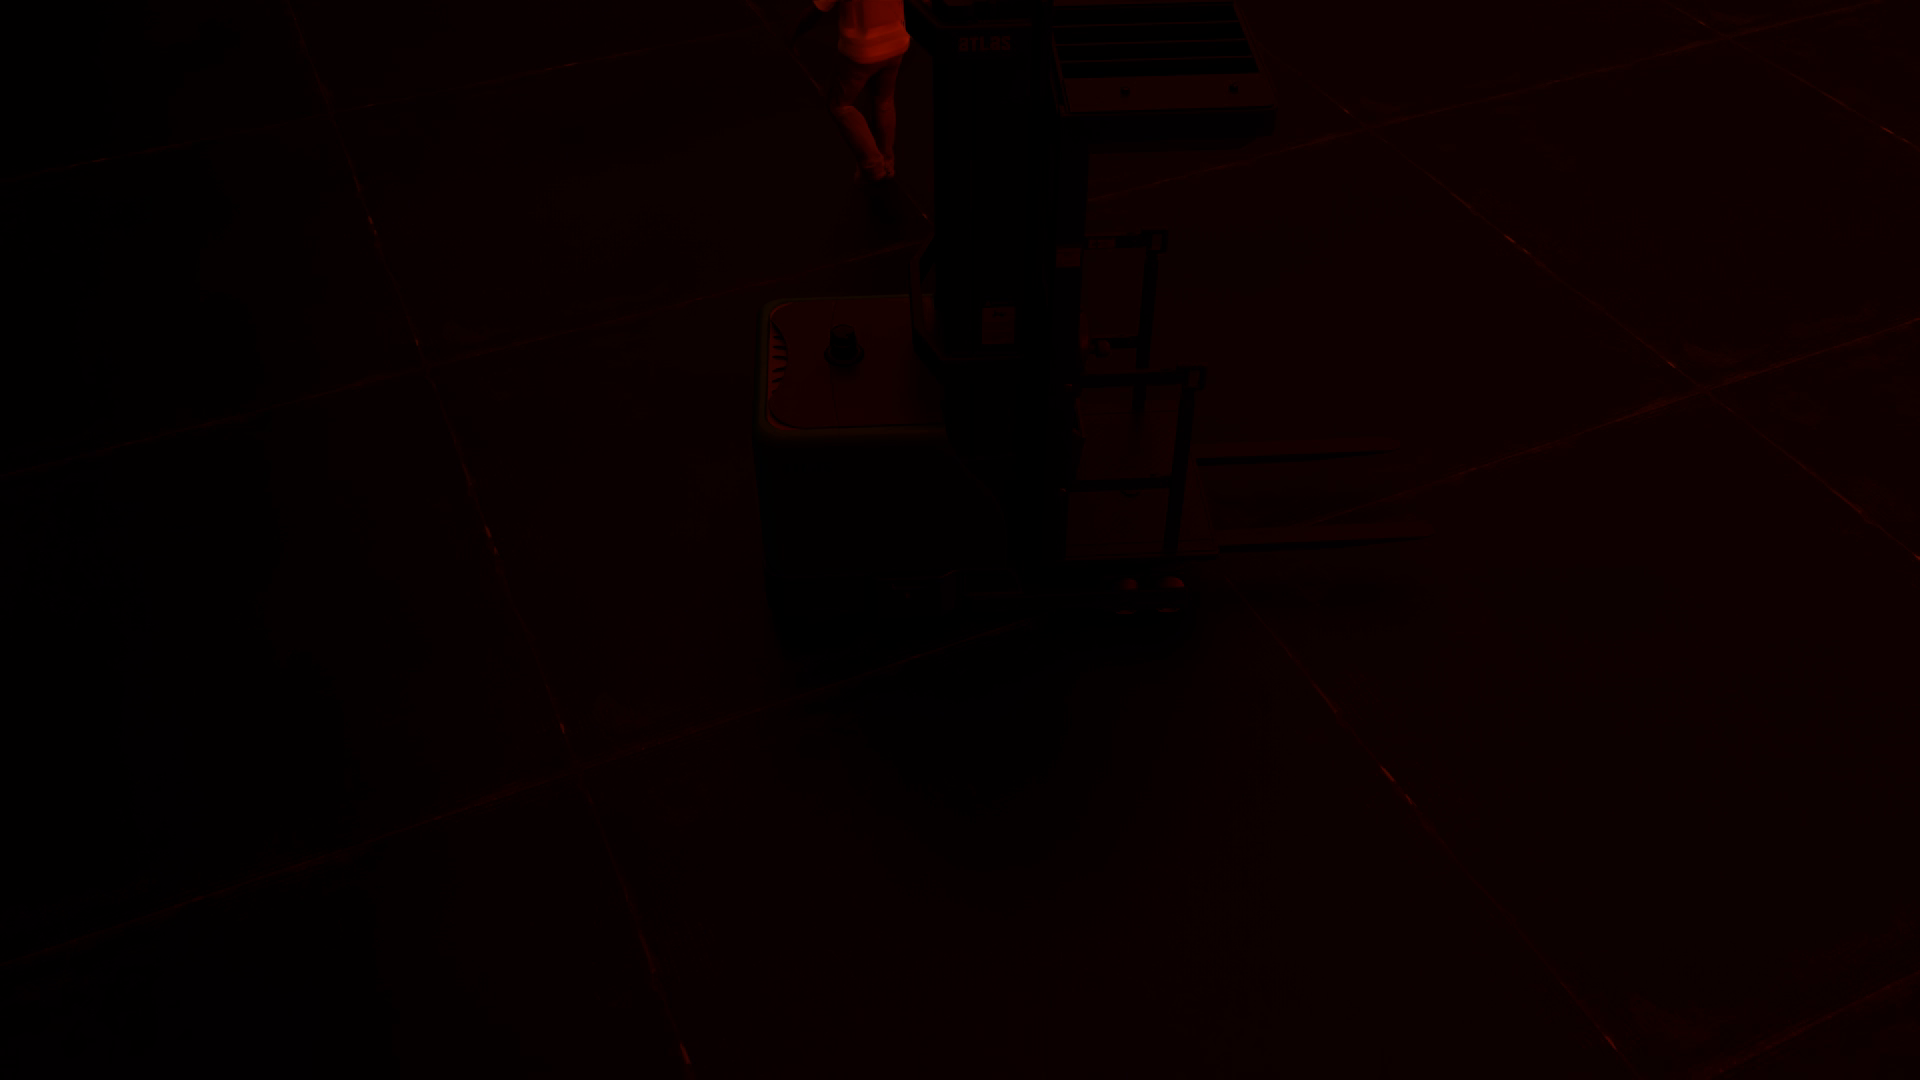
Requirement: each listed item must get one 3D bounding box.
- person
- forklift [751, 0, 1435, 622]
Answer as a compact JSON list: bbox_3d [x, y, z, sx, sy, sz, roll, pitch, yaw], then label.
[{"bbox_3d":[-0.504,-2.842,9.593,0.829,1.747,0.583,-22,47,-22],"label":"person"},{"bbox_3d":[0.623,-1.098,6.857,3.031,2.935,1.130,-2,43,-3],"label":"forklift"}]
